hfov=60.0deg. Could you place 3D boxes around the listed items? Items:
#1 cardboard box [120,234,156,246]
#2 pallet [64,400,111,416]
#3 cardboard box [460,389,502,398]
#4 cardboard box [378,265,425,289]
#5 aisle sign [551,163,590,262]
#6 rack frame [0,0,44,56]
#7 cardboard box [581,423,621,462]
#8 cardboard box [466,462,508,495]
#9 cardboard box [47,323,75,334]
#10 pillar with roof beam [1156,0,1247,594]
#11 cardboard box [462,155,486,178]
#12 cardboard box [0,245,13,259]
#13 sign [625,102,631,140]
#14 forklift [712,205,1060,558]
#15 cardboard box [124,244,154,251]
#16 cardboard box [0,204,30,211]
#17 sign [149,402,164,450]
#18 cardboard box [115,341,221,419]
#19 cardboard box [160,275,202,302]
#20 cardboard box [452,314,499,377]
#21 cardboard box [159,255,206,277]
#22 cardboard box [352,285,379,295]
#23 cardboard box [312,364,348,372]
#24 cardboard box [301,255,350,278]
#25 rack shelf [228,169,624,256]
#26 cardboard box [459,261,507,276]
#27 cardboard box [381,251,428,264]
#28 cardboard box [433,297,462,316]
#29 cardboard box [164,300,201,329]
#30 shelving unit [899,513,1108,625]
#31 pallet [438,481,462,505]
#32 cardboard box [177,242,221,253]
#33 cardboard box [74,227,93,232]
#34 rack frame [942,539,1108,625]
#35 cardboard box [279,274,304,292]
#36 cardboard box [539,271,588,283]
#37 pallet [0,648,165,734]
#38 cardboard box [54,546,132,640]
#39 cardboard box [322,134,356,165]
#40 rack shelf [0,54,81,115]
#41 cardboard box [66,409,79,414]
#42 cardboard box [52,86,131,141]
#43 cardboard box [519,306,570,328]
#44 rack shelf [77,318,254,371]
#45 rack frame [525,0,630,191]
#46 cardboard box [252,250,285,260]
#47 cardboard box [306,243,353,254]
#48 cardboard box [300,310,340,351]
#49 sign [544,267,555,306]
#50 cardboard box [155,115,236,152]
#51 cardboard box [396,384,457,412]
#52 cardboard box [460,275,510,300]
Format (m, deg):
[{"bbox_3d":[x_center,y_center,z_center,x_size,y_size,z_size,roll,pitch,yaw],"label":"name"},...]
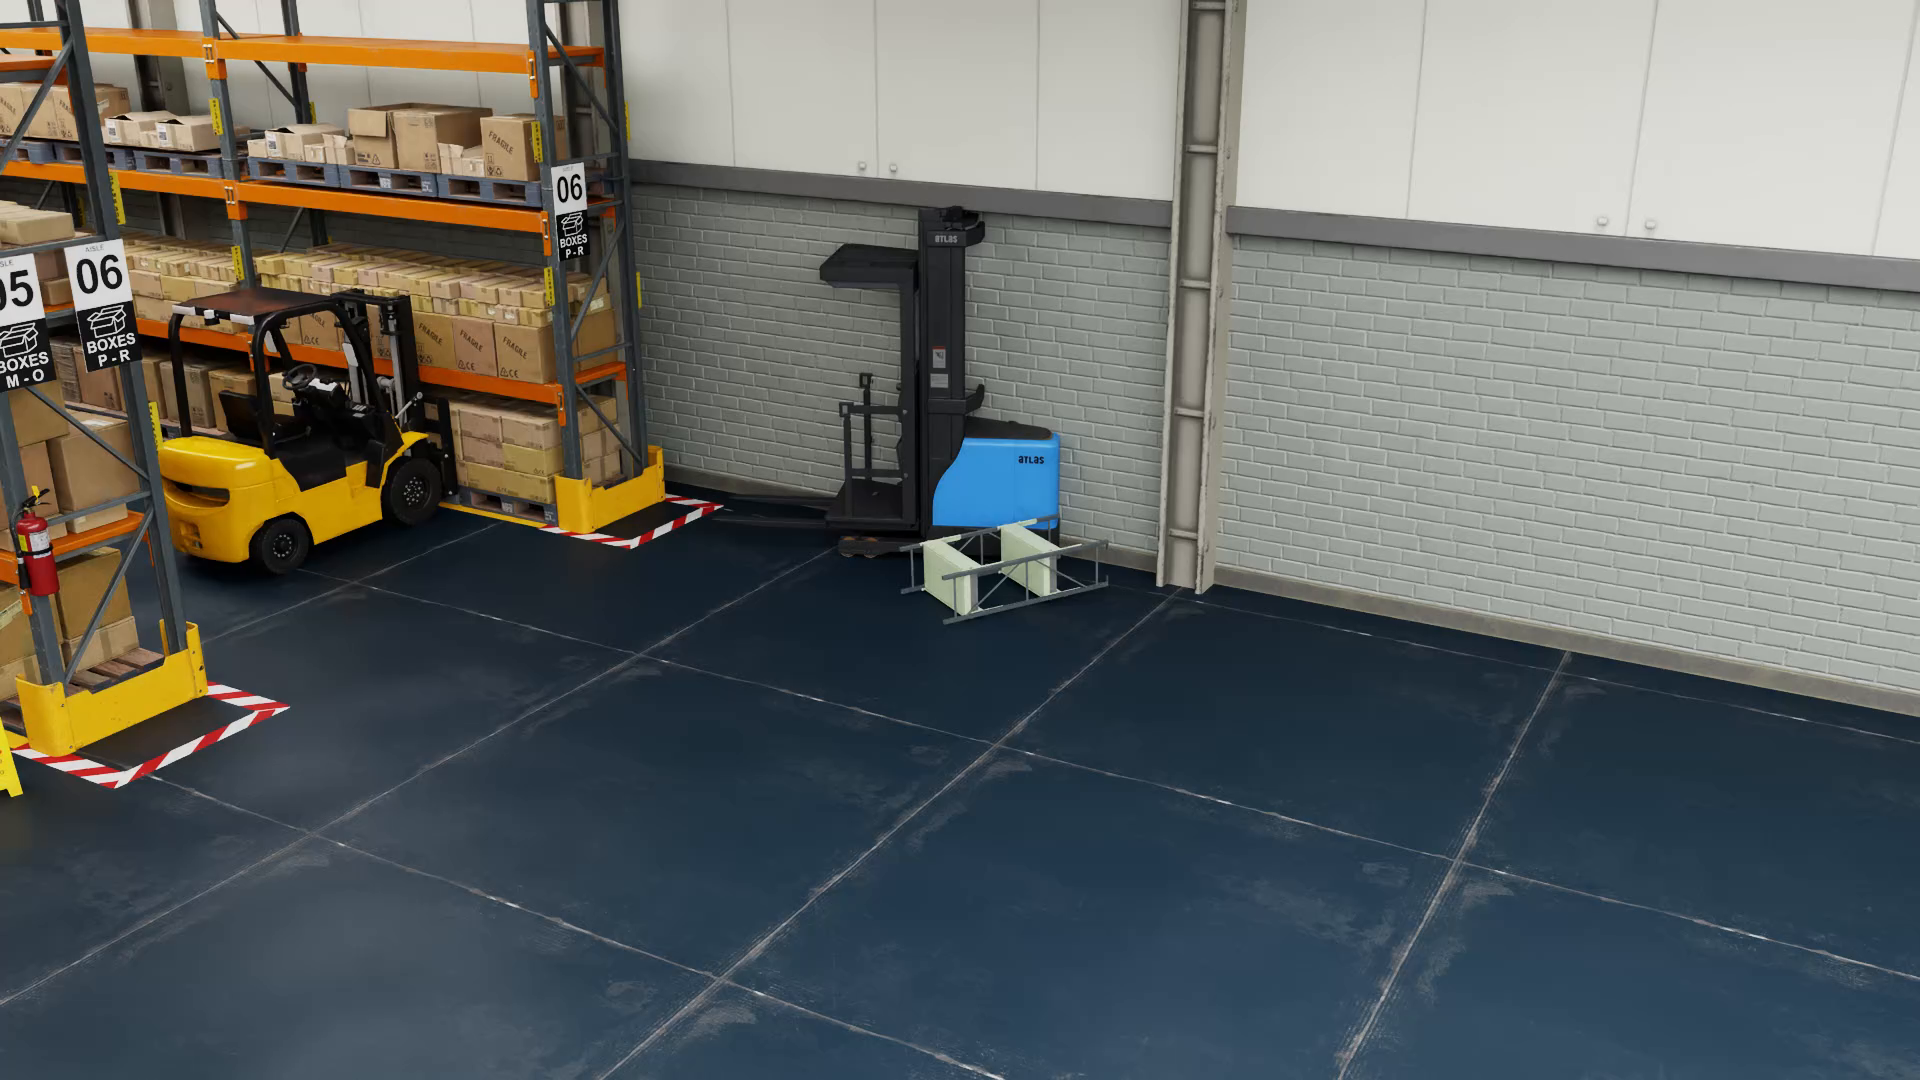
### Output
[{"bbox_3d":[-8.902,-3.193,17.969,0.250,0.149,0.380,11,22,27],"label":"cardboard box"},{"bbox_3d":[-9.503,-1.534,18.582,1.213,0.211,1.003,11,23,27],"label":"pallet"},{"bbox_3d":[-4.415,-1.342,15.915,0.500,0.250,0.500,11,22,27],"label":"cardboard box"},{"bbox_3d":[-5.187,-2.452,15.489,0.250,0.149,0.380,11,23,28],"label":"cardboard box"},{"bbox_3d":[-3.304,-2.787,14.134,0.004,0.787,0.394,11,23,27],"label":"aisle sign"},{"bbox_3d":[-10.202,-5.813,17.493,0.127,3.000,1.000,11,23,27],"label":"rack frame"},{"bbox_3d":[-3.527,-0.943,15.546,0.500,0.250,0.500,11,23,28],"label":"cardboard box"},{"bbox_3d":[-4.212,-0.637,15.437,0.500,0.250,0.500,11,23,27],"label":"cardboard box"},{"bbox_3d":[-10.506,-2.500,19.255,0.250,0.149,0.380,12,23,30],"label":"cardboard box"},{"bbox_3d":[-0.248,-2.588,8.600,0.400,9.000,9.100,11,23,27],"label":"pillar with roof beam"},{"bbox_3d":[-4.090,-3.247,14.421,0.250,0.149,0.380,10,22,26],"label":"cardboard box"},{"bbox_3d":[-6.214,-1.669,10.250,0.500,0.250,0.500,10,22,27],"label":"cardboard box"},{"bbox_3d":[-2.942,-3.685,14.627,0.005,0.325,0.100,11,23,27],"label":"sign"},{"bbox_3d":[-0.623,-1.402,14.231,3.031,2.935,1.130,2,20,6],"label":"forklift"},{"bbox_3d":[-8.662,-2.979,17.377,0.250,0.149,0.380,11,23,27],"label":"cardboard box"},{"bbox_3d":[-6.262,-2.068,10.766,0.250,0.149,0.380,11,23,27],"label":"cardboard box"},{"bbox_3d":[-5.371,-0.753,11.070,0.005,0.325,0.100,11,23,27],"label":"sign"},{"bbox_3d":[-8.502,-1.748,17.950,0.625,0.625,0.875,10,22,25],"label":"cardboard box"},{"bbox_3d":[-7.716,-2.582,16.867,0.500,0.250,0.500,10,22,26],"label":"cardboard box"},{"bbox_3d":[-4.224,-1.803,15.087,0.500,0.500,0.500,12,23,29],"label":"cardboard box"},{"bbox_3d":[-7.833,-2.769,16.799,0.250,0.149,0.380,10,22,26],"label":"cardboard box"},{"bbox_3d":[-5.457,-2.327,15.582,0.250,0.149,0.380,10,22,26],"label":"cardboard box"},{"bbox_3d":[-6.186,-1.679,16.842,0.500,0.250,0.500,11,23,28],"label":"cardboard box"},{"bbox_3d":[-6.077,-2.622,15.959,0.250,0.149,0.380,10,22,26],"label":"cardboard box"},{"bbox_3d":[-4.964,-3.067,15.376,4.000,0.370,1.077,11,23,27],"label":"rack shelf"},{"bbox_3d":[-4.489,-2.522,15.683,0.250,0.149,0.380,10,22,26],"label":"cardboard box"},{"bbox_3d":[-5.382,-2.691,16.147,0.250,0.149,0.380,10,22,26],"label":"cardboard box"},{"bbox_3d":[-4.559,-2.159,15.118,0.250,0.149,0.380,10,22,26],"label":"cardboard box"},{"bbox_3d":[-7.719,-2.345,16.950,0.500,0.250,0.500,11,22,27],"label":"cardboard box"},{"bbox_3d":[0.356,0.215,13.384,1.500,0.431,0.755,-12,23,-26],"label":"shelving unit"},{"bbox_3d":[-4.967,-0.670,16.200,1.213,0.211,1.003,11,23,27],"label":"pallet"},{"bbox_3d":[-8.000,-3.030,17.519,0.250,0.149,0.380,11,22,27],"label":"cardboard box"},{"bbox_3d":[-9.820,-3.351,18.405,0.250,0.149,0.380,12,23,29],"label":"cardboard box"},{"bbox_3d":[0.530,0.323,13.080,1.500,0.400,0.023,-12,23,-26],"label":"rack frame"},{"bbox_3d":[-6.333,-2.506,16.075,0.250,0.149,0.380,11,23,29],"label":"cardboard box"},{"bbox_3d":[-3.609,-2.337,15.172,0.250,0.149,0.380,12,23,29],"label":"cardboard box"},{"bbox_3d":[-6.394,0.968,11.685,1.213,0.211,1.003,11,23,27],"label":"pallet"},{"bbox_3d":[-6.226,0.338,11.649,0.500,0.500,0.500,10,22,26],"label":"cardboard box"},{"bbox_3d":[-5.563,-3.582,15.175,0.258,0.266,0.396,10,22,26],"label":"cardboard box"},{"bbox_3d":[-7.382,-2.998,10.790,4.000,0.370,1.077,11,23,27],"label":"rack shelf"},{"bbox_3d":[-6.368,-0.618,11.385,0.500,0.500,0.500,12,23,29],"label":"cardboard box"},{"bbox_3d":[-8.800,-4.333,16.900,0.500,0.500,0.500,11,23,29],"label":"cardboard box"},{"bbox_3d":[-3.657,-1.989,14.649,0.250,0.149,0.380,11,23,28],"label":"cardboard box"},{"bbox_3d":[-8.456,-2.322,17.722,4.000,0.370,1.077,11,23,27],"label":"rack shelf"},{"bbox_3d":[-3.218,-4.483,13.825,0.127,3.000,1.000,11,23,27],"label":"rack frame"},{"bbox_3d":[-7.121,-2.863,17.057,0.250,0.149,0.380,10,22,26],"label":"cardboard box"},{"bbox_3d":[-6.284,-2.857,16.605,0.250,0.149,0.380,11,23,27],"label":"cardboard box"},{"bbox_3d":[-5.987,-2.142,16.022,0.500,0.500,0.500,11,23,28],"label":"cardboard box"},{"bbox_3d":[-3.495,-2.159,14.171,0.005,0.325,0.100,11,23,27],"label":"sign"},{"bbox_3d":[-7.461,-3.989,16.229,0.500,0.311,0.500,10,22,26],"label":"cardboard box"},{"bbox_3d":[-5.105,-1.272,15.721,0.500,0.250,0.500,10,22,26],"label":"cardboard box"},{"bbox_3d":[-4.287,-2.282,15.021,0.250,0.149,0.380,11,23,28],"label":"cardboard box"}]
